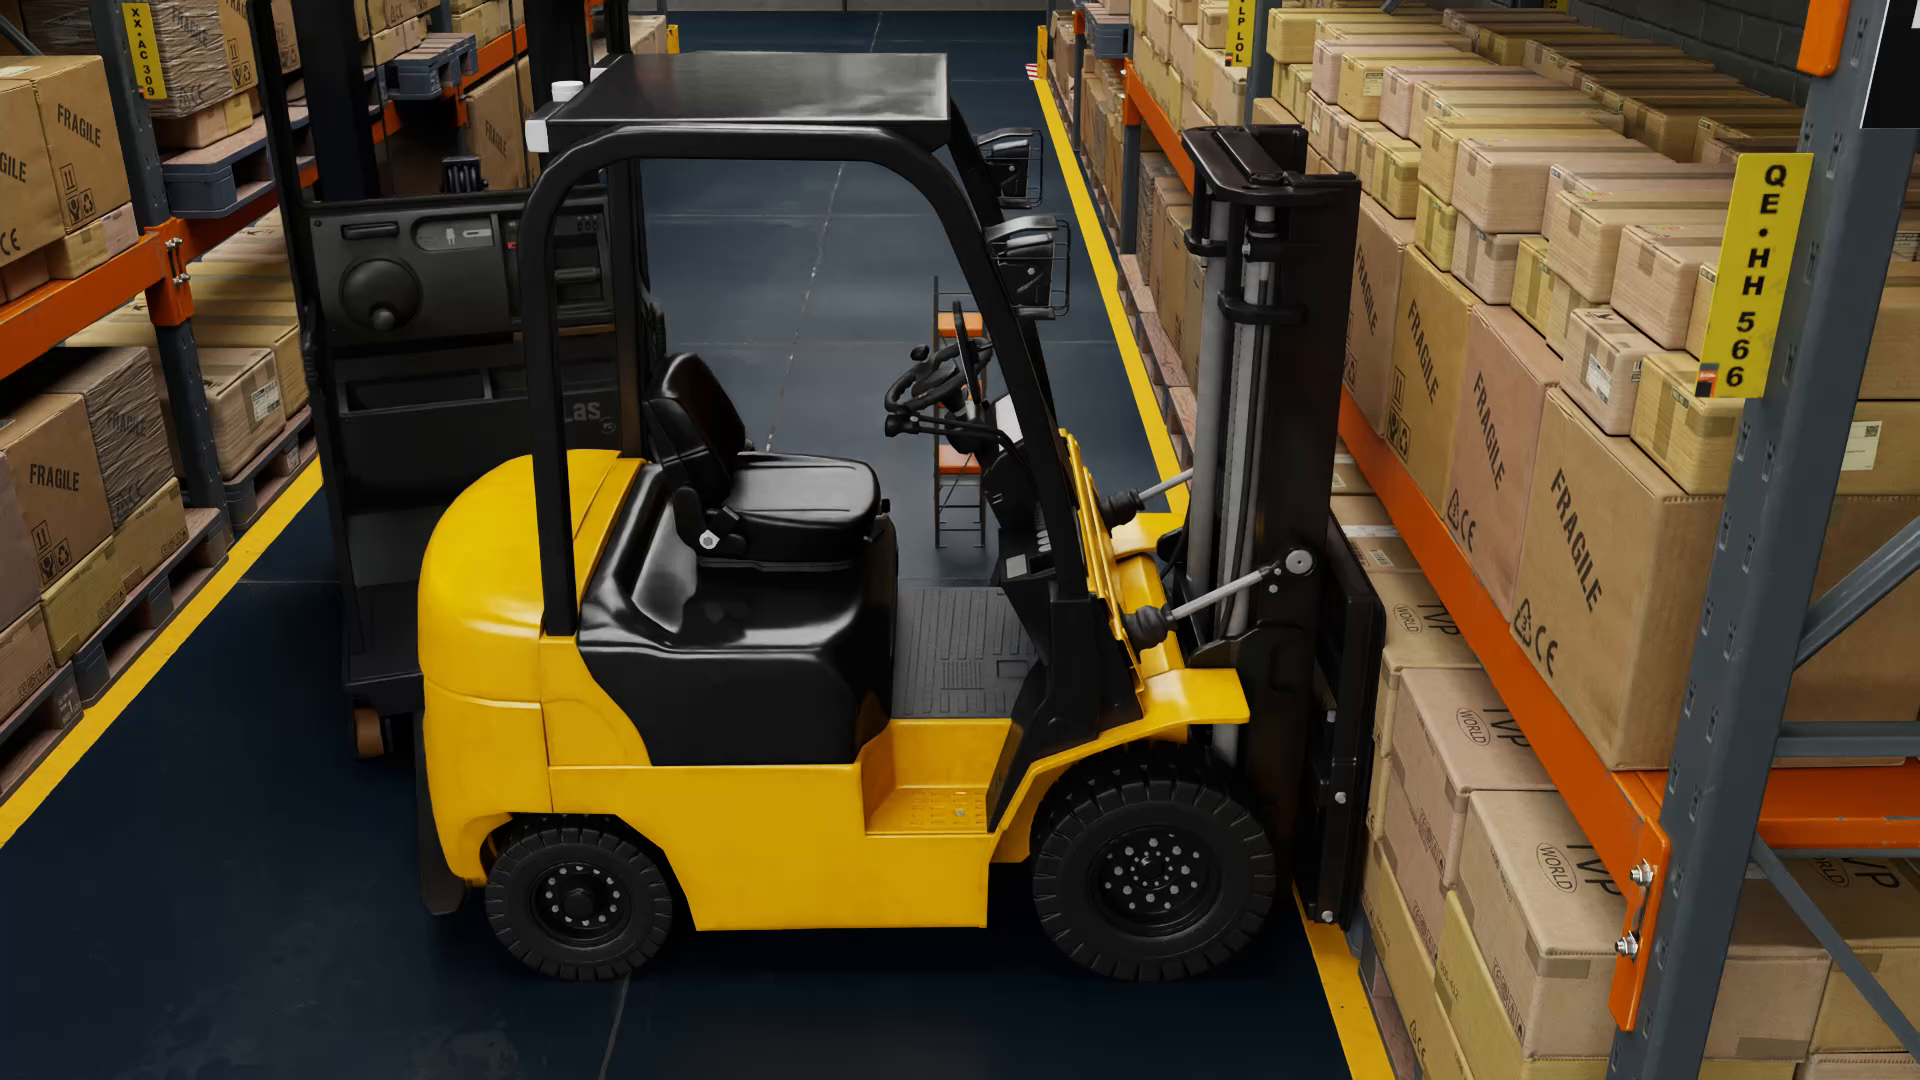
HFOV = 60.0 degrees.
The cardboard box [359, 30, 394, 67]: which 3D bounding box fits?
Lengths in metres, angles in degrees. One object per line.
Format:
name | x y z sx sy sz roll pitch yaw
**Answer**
cardboard box | -3.098 -2.486 8.402 0.380 0.149 0.250 0 24 0

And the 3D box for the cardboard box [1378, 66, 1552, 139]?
cardboard box | 1.336 -1.163 4.412 0.380 0.149 0.250 0 24 -1

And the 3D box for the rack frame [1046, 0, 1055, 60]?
rack frame | 1.405 -6.294 17.027 1.000 3.000 0.127 0 24 -1

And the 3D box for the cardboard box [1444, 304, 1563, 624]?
cardboard box | 1.315 -0.162 3.348 0.500 0.500 0.500 0 24 1

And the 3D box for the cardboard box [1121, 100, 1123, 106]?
cardboard box | 1.283 -2.878 11.211 0.380 0.149 0.250 0 24 1

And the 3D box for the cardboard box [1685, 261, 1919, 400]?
cardboard box | 1.364 -0.325 2.559 0.380 0.149 0.250 0 24 0

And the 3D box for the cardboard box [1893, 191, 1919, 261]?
cardboard box | 1.803 -0.534 3.022 0.380 0.149 0.250 0 24 0

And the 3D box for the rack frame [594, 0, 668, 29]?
rack frame | -3.559 -6.271 16.975 1.000 3.000 0.127 0 24 -1

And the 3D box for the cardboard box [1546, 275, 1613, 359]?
cardboard box | 1.321 -0.397 3.078 0.380 0.149 0.250 0 24 0

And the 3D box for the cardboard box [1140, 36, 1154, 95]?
cardboard box | 1.253 -2.538 8.905 0.500 0.250 0.500 -1 24 -2

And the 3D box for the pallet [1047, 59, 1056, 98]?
pallet | 1.415 -4.664 16.807 1.003 0.211 1.213 0 24 -1

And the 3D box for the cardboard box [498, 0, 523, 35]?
cardboard box | -3.248 -3.536 11.111 0.500 0.250 0.500 1 24 1

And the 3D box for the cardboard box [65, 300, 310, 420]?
cardboard box | -3.447 -0.832 7.629 0.950 0.372 0.625 1 24 3

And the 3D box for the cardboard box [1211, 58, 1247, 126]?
cardboard box | 1.274 -1.710 6.467 0.500 0.250 0.500 -1 24 -2

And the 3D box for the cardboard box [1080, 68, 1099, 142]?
cardboard box | 1.228 -3.498 13.369 0.500 0.500 0.500 1 24 2

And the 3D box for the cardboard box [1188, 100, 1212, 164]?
cardboard box | 1.257 -1.695 7.040 0.500 0.250 0.500 0 24 -1

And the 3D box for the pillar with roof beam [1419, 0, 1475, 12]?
pillar with roof beam | -1.897 -5.179 7.281 9.100 9.000 0.400 0 24 -1

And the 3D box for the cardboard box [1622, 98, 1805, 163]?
cardboard box | 1.801 -0.955 3.952 0.380 0.149 0.250 0 24 0

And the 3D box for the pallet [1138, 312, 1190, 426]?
pallet | 1.472 -0.887 8.454 1.003 0.211 1.213 0 24 -1

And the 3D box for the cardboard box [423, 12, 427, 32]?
cardboard box | -3.233 -2.917 9.355 0.380 0.149 0.250 1 24 1

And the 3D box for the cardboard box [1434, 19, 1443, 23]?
cardboard box | 1.796 -1.947 6.507 0.380 0.149 0.250 -1 24 -2

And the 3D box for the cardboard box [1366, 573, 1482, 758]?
cardboard box | 1.235 0.298 4.065 0.500 0.250 0.500 0 24 0

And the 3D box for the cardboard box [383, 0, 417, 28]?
cardboard box | -3.172 -2.948 8.635 0.500 0.500 0.500 -1 24 -1

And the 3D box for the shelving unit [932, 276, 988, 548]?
shelving unit | -0.001 -0.500 6.582 0.215 1.050 0.252 0 24 -1

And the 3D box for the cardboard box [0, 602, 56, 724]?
cardboard box | -3.136 0.407 5.037 0.500 0.250 0.500 0 24 0

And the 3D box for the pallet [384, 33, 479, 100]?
pallet | -3.357 -2.594 9.077 1.213 0.211 1.003 0 24 -1

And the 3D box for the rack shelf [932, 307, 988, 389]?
rack shelf | -0.001 -0.749 6.470 0.215 0.259 0.240 0 24 -1

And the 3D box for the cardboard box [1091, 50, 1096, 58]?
cardboard box | 1.237 -3.874 13.051 0.380 0.149 0.250 -1 24 -3

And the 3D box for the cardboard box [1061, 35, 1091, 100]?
cardboard box | 1.298 -4.314 15.173 0.700 0.500 0.500 -1 24 -3

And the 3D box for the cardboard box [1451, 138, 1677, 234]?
cardboard box | 1.259 -0.744 3.485 0.380 0.149 0.250 0 24 1

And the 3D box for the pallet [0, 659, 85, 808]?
pallet | -3.369 0.725 4.890 1.003 0.211 1.213 0 24 -1

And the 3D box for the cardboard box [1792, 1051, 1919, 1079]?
cardboard box | 1.782 0.938 3.257 0.500 0.250 0.500 0 24 0

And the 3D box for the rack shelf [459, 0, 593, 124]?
rack shelf | -3.493 -3.470 11.656 1.077 0.370 4.000 0 24 -1

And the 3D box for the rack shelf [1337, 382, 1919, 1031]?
rack shelf | 1.557 -0.198 4.420 1.077 0.370 4.000 0 24 -1

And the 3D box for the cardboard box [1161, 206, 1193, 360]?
cardboard box | 1.508 -1.304 8.364 0.875 0.625 0.625 -1 24 -3

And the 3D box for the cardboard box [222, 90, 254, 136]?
cardboard box | -3.112 -1.735 6.741 0.380 0.149 0.250 0 24 1

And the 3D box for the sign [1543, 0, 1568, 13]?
sign | 2.090 -1.783 5.907 0.100 0.325 0.005 0 24 -1

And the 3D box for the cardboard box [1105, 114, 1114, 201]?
cardboard box | 1.269 -2.646 11.483 0.500 0.500 0.500 1 24 2

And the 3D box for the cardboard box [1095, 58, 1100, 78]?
cardboard box | 1.266 -3.731 13.097 0.380 0.149 0.250 -1 24 -2

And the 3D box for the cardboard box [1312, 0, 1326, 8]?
cardboard box | 1.785 -2.362 7.424 0.380 0.149 0.250 0 24 -1

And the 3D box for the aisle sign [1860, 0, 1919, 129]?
aisle sign | 1.286 -0.858 1.851 0.394 0.787 0.004 0 24 -1

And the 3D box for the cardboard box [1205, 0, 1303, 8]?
cardboard box | 1.263 -2.254 7.185 0.380 0.149 0.250 -1 24 -2

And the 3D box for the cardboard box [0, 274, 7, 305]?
cardboard box | -3.196 -0.767 5.111 0.380 0.149 0.250 -1 24 -1

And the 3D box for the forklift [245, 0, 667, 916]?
forklift | -1.464 -0.834 5.037 1.130 2.935 3.031 -8 25 -16

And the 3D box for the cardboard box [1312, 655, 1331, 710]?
cardboard box | 1.238 0.308 4.650 0.500 0.250 0.500 0 24 -1

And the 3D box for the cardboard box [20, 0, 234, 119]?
cardboard box | -3.146 -1.893 6.303 0.500 0.500 0.500 0 24 1

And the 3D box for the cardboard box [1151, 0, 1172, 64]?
cardboard box | 1.244 -2.551 8.327 0.500 0.250 0.500 -1 24 -2

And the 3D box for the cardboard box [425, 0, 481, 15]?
cardboard box | -3.230 -3.343 10.078 0.500 0.250 0.500 0 24 -1

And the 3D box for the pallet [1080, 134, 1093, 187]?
pallet | 1.495 -3.041 13.217 1.003 0.211 1.213 0 24 -1

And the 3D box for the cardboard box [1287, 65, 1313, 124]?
cardboard box | 1.280 -1.452 5.411 0.380 0.149 0.250 0 24 1

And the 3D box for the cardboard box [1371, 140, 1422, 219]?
cardboard box | 1.273 -0.921 4.238 0.380 0.149 0.250 -1 24 -2

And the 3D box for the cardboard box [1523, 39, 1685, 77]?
cardboard box | 1.884 -1.381 4.893 0.380 0.149 0.250 -1 24 -2

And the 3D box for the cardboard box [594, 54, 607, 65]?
cardboard box | -3.415 -3.906 14.345 0.875 0.438 0.875 -1 24 -1

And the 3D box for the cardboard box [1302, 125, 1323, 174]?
cardboard box | 1.302 -0.997 5.192 0.500 0.500 0.500 0 24 0

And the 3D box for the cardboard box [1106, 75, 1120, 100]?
cardboard box | 1.263 -3.307 12.159 0.380 0.149 0.250 1 24 1

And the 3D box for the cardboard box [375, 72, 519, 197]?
cardboard box | -3.396 -2.482 10.667 0.875 0.875 0.875 0 24 -1

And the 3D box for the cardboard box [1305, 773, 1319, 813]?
cardboard box | 1.238 0.543 4.737 0.500 0.250 0.500 1 24 1

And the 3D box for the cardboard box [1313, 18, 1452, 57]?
cardboard box | 1.353 -1.586 5.348 0.380 0.149 0.250 0 24 0
